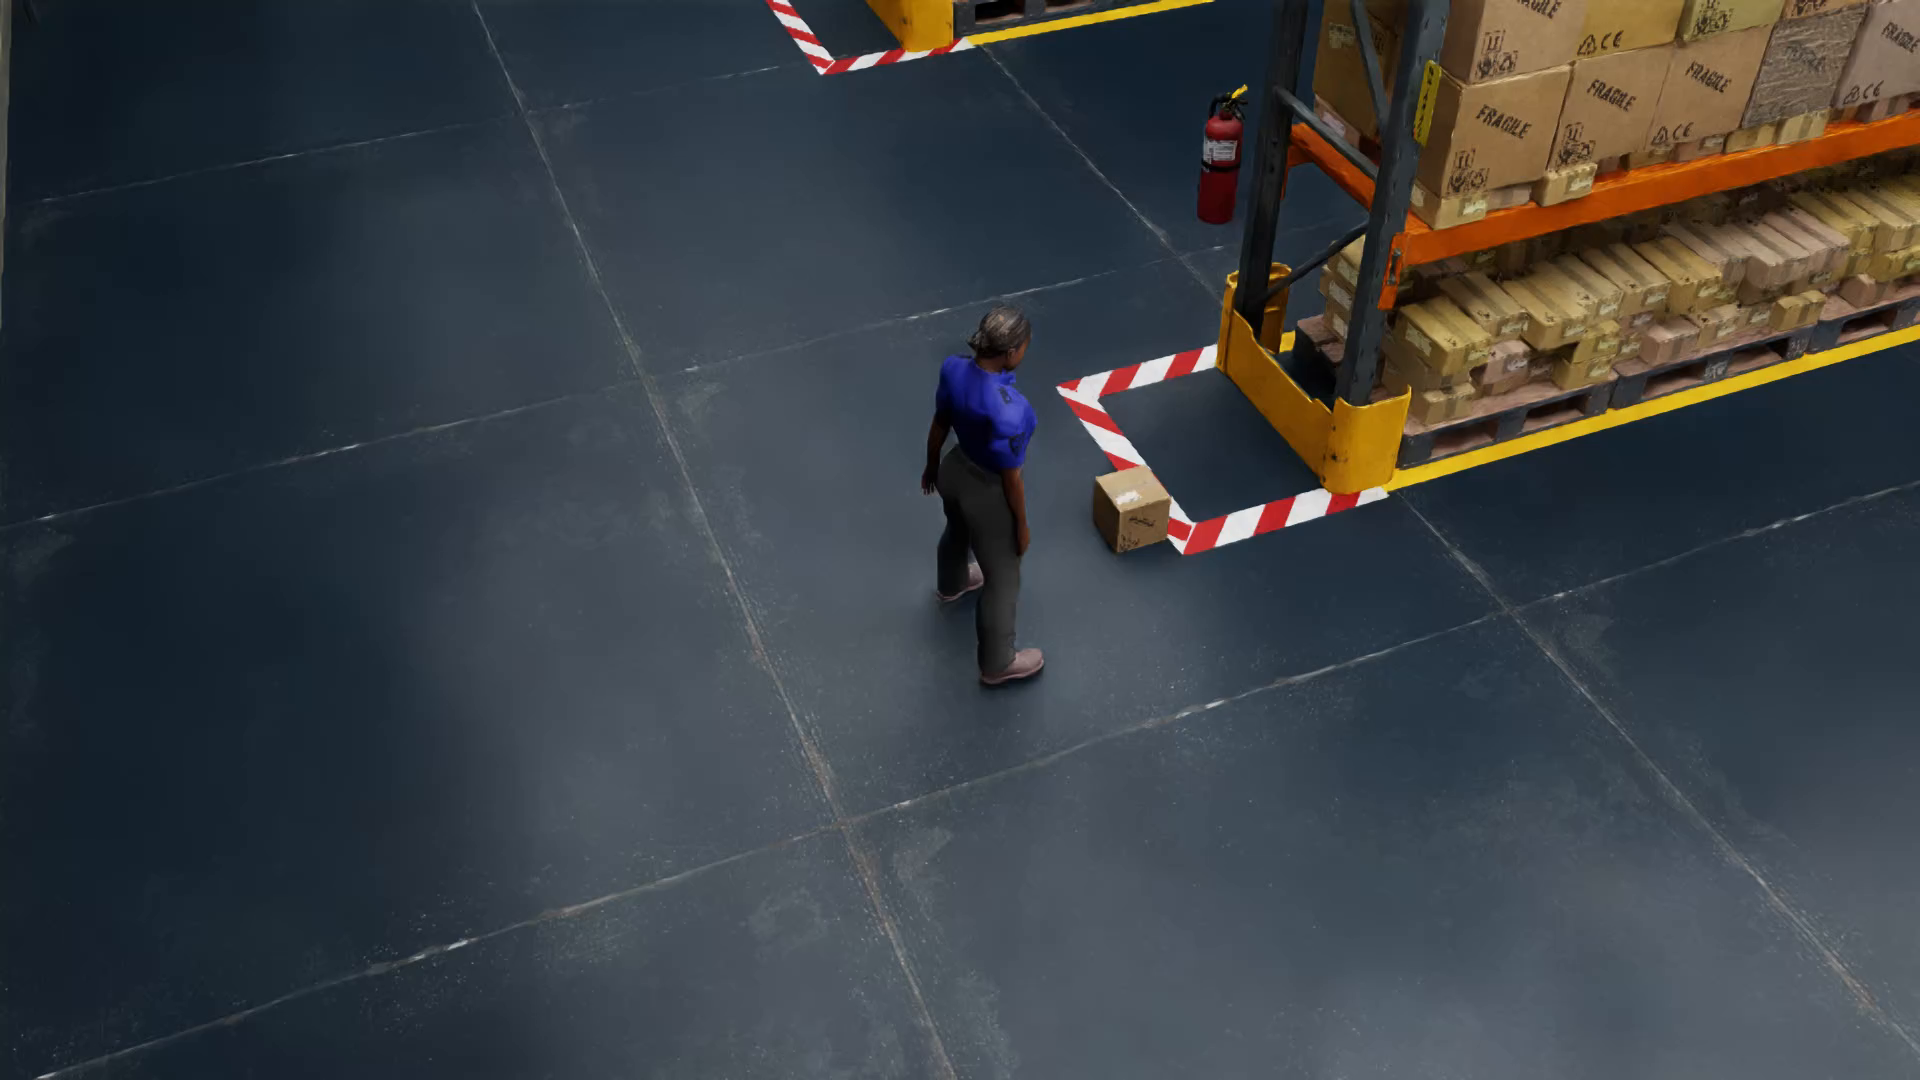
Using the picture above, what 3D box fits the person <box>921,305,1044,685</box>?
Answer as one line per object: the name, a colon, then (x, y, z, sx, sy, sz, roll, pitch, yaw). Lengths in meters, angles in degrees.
person: (0.109, -0.239, 6.409, 0.426, 1.647, 0.649, -26, 48, -26)
